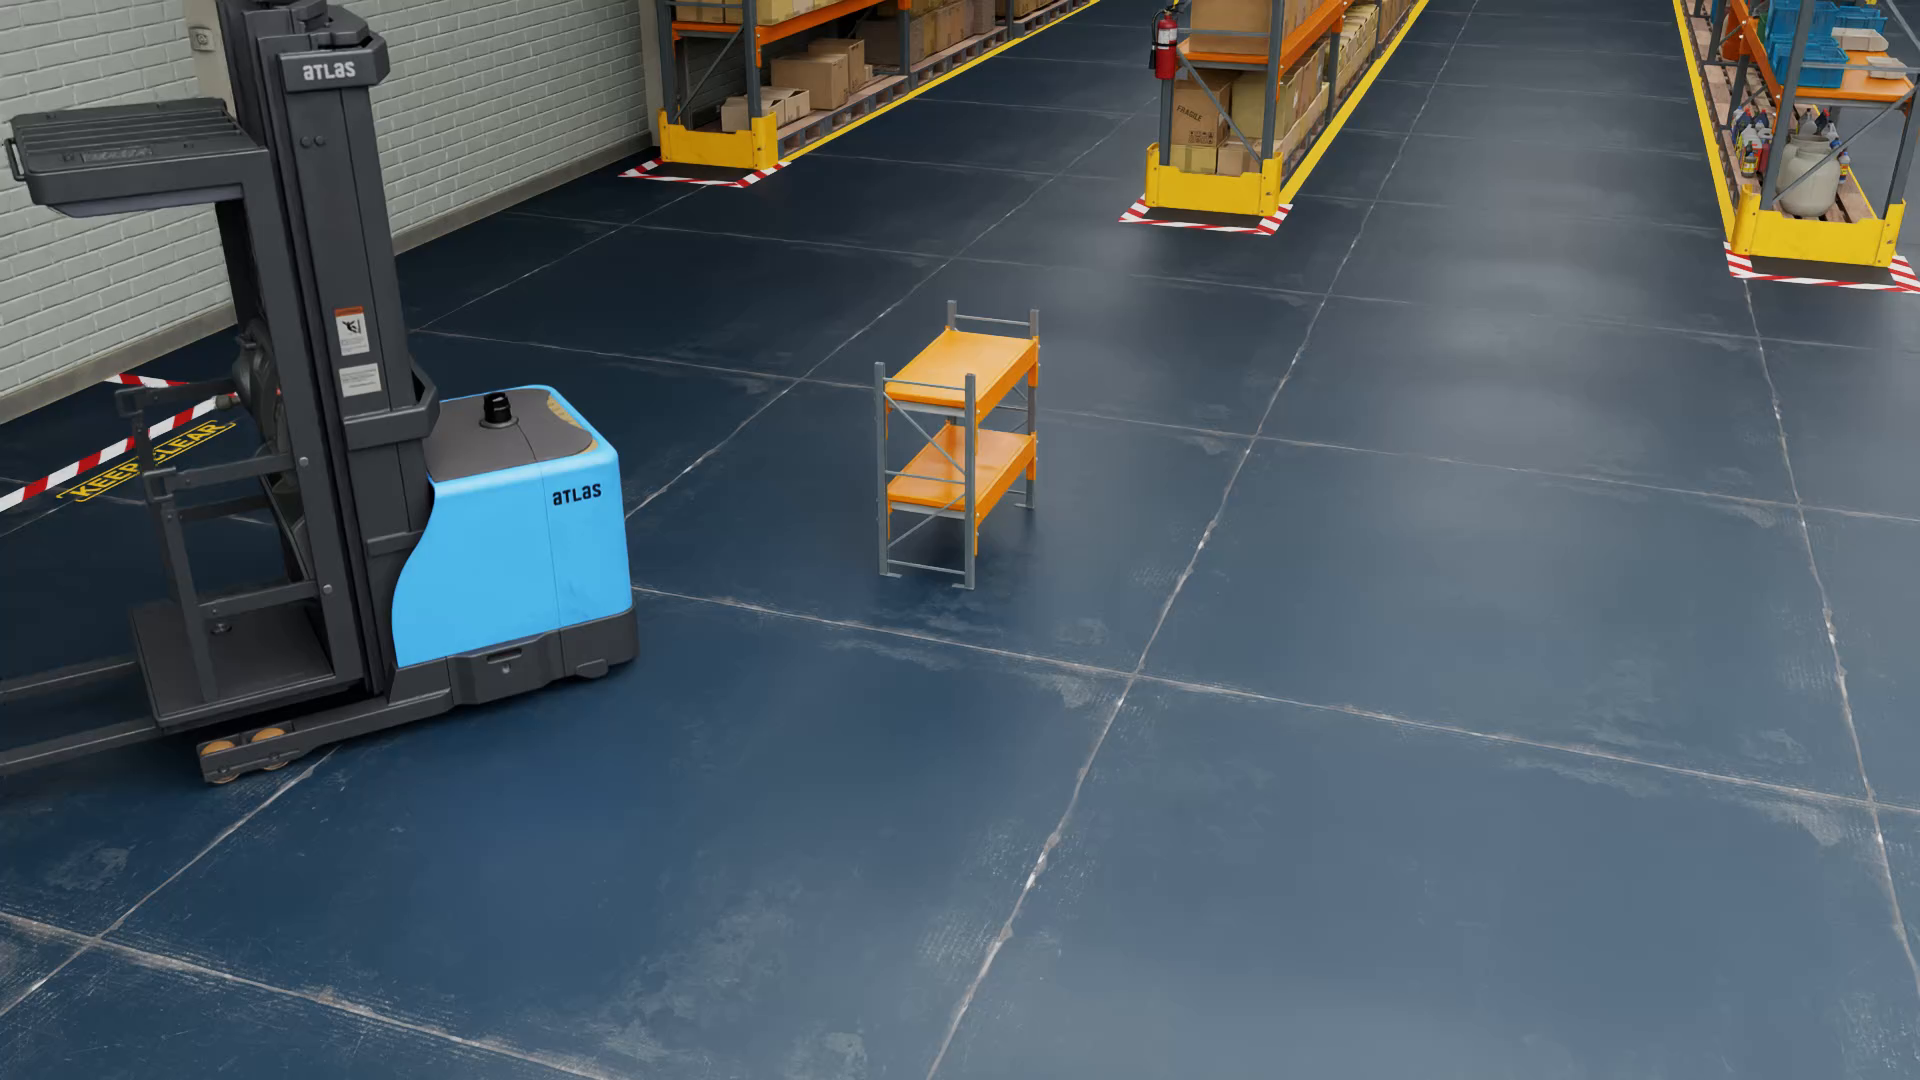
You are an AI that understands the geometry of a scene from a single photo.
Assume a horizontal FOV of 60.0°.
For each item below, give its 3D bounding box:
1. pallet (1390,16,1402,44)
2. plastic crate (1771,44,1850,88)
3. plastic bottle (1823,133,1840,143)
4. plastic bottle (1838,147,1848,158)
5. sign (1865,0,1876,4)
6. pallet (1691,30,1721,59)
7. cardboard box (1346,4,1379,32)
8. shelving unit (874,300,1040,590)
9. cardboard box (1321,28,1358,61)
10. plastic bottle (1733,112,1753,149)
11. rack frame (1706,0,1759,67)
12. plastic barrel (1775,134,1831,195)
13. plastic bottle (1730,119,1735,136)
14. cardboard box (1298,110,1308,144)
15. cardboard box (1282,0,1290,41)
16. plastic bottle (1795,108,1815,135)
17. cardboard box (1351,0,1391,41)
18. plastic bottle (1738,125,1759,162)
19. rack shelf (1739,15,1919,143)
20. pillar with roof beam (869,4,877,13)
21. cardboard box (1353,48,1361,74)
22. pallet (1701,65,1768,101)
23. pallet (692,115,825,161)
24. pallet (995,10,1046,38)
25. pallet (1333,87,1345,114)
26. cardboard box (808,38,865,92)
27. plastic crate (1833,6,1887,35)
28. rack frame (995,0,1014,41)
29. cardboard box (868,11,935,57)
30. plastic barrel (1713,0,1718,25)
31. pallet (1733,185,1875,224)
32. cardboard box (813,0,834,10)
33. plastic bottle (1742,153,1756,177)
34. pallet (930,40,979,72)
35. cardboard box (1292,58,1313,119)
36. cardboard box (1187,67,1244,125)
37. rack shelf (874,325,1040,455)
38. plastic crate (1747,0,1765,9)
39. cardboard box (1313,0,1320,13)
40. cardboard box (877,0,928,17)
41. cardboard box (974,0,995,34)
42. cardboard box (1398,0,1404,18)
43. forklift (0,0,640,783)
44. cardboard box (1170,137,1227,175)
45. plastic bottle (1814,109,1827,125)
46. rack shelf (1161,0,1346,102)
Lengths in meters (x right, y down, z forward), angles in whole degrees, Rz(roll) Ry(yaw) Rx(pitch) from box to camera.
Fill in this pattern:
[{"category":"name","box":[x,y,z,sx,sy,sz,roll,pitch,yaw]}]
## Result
[{"category":"pallet","box":[5.616,-7.187,23.351,1.003,0.211,1.213,9,27,17]},{"category":"plastic crate","box":[6.816,-3.816,13.359,0.499,0.251,0.616,9,27,17]},{"category":"plastic bottle","box":[8.091,-3.665,15.498,0.152,0.276,0.135,9,27,18]},{"category":"plastic bottle","box":[7.922,-3.399,14.940,0.061,0.283,0.133,9,27,18]},{"category":"sign","box":[8.778,-5.317,15.973,0.100,0.325,0.005,9,27,17]},{"category":"pallet","box":[10.225,-6.496,21.924,1.003,0.211,1.213,9,27,17]},{"category":"cardboard box","box":[4.982,-6.594,20.956,0.500,0.311,0.500,9,27,19]},{"category":"shelving unit","box":[0.002,-0.509,8.511,0.538,1.125,1.048,9,27,17]},{"category":"cardboard box","box":[4.308,-5.752,19.219,0.500,0.311,0.500,8,27,16]},{"category":"plastic bottle","box":[7.540,-3.934,15.968,0.144,0.351,0.185,8,27,15]},{"category":"rack frame","box":[9.594,-6.921,19.602,1.000,3.000,0.127,9,27,17]},{"category":"plastic barrel","box":[7.246,-3.190,14.270,0.421,0.512,0.421,0,26,0]},{"category":"plastic bottle","box":[7.710,-4.107,16.496,0.097,0.201,0.097,0,26,0]},{"category":"cardboard box","box":[3.151,-4.109,16.468,0.500,0.250,0.500,9,27,17]},{"category":"cardboard box","box":[2.600,-4.805,15.117,0.700,0.500,0.500,9,27,19]},{"category":"plastic bottle","box":[8.184,-3.997,16.099,0.144,0.351,0.185,9,27,17]},{"category":"cardboard box","box":[5.345,-6.859,21.839,0.500,0.500,0.500,10,28,20]},{"category":"plastic bottle","box":[7.337,-3.683,15.449,0.144,0.351,0.185,10,28,20]},{"category":"rack shelf","box":[7.597,-4.131,14.666,1.077,0.370,4.000,9,27,17]},{"category":"pillar with roof beam","box":[3.063,-10.025,19.128,9.100,9.000,0.400,9,27,17]},{"category":"cardboard box","box":[4.472,-5.710,19.775,0.500,0.250,0.500,9,27,18]},{"category":"pallet","box":[9.300,-5.353,19.564,1.003,0.211,1.213,9,27,17]},{"category":"pallet","box":[-2.082,-4.175,17.131,1.003,0.211,1.213,9,27,17]},{"category":"pallet","box":[0.585,-7.416,23.824,1.003,0.211,1.213,9,27,17]},{"category":"pallet","box":[3.801,-5.050,18.939,1.003,0.211,1.213,9,27,17]},{"category":"cardboard box","box":[-1.387,-5.354,18.730,0.500,0.500,0.500,7,27,14]},{"category":"plastic crate","box":[8.151,-4.716,15.219,0.499,0.251,0.616,9,27,17]},{"category":"rack frame","box":[0.252,-8.358,22.570,1.000,3.000,0.127,9,27,17]},{"category":"cardboard box","box":[-0.726,-6.311,20.707,0.700,0.500,0.500,8,27,16]},{"category":"plastic barrel","box":[10.492,-7.297,22.305,0.600,0.901,0.708,9,27,17]},{"category":"pallet","box":[7.188,-2.749,14.186,1.003,0.211,1.213,9,27,17]},{"category":"cardboard box","box":[-1.614,-5.590,17.002,0.500,0.250,0.500,8,27,17]},{"category":"plastic bottle","box":[7.130,-3.390,15.016,0.097,0.201,0.097,0,26,0]},{"category":"pallet","box":[-0.418,-6.282,21.482,1.003,0.211,1.213,9,27,17]},{"category":"cardboard box","box":[3.152,-4.446,16.304,0.500,0.500,0.500,9,27,17]},{"category":"cardboard box","box":[2.479,-4.319,16.041,0.500,0.500,0.500,9,27,17]},{"category":"rack shelf","box":[0.002,-0.772,8.383,0.538,0.278,1.000,9,27,17]},{"category":"plastic crate","box":[8.135,-5.549,16.696,0.402,0.464,0.583,9,27,17]},{"category":"cardboard box","box":[3.282,-5.641,16.844,0.700,0.500,0.500,8,27,17]},{"category":"cardboard box","box":[-0.707,-6.611,20.464,0.500,0.250,0.500,8,27,16]},{"category":"cardboard box","box":[0.061,-7.127,22.392,0.700,0.500,0.500,9,27,18]},{"category":"cardboard box","box":[6.022,-7.705,23.586,0.500,0.500,0.500,9,27,18]},{"category":"forklift","box":[-2.988,-0.600,6.626,3.031,2.935,1.130,-14,29,-27]},{"category":"cardboard box","box":[2.162,-3.568,15.350,0.500,0.250,0.500,9,27,17]},{"category":"plastic bottle","box":[8.320,-3.976,16.056,0.144,0.351,0.185,8,27,16]},{"category":"rack shelf","box":[2.928,-4.851,16.153,1.077,0.370,4.000,9,27,17]}]
